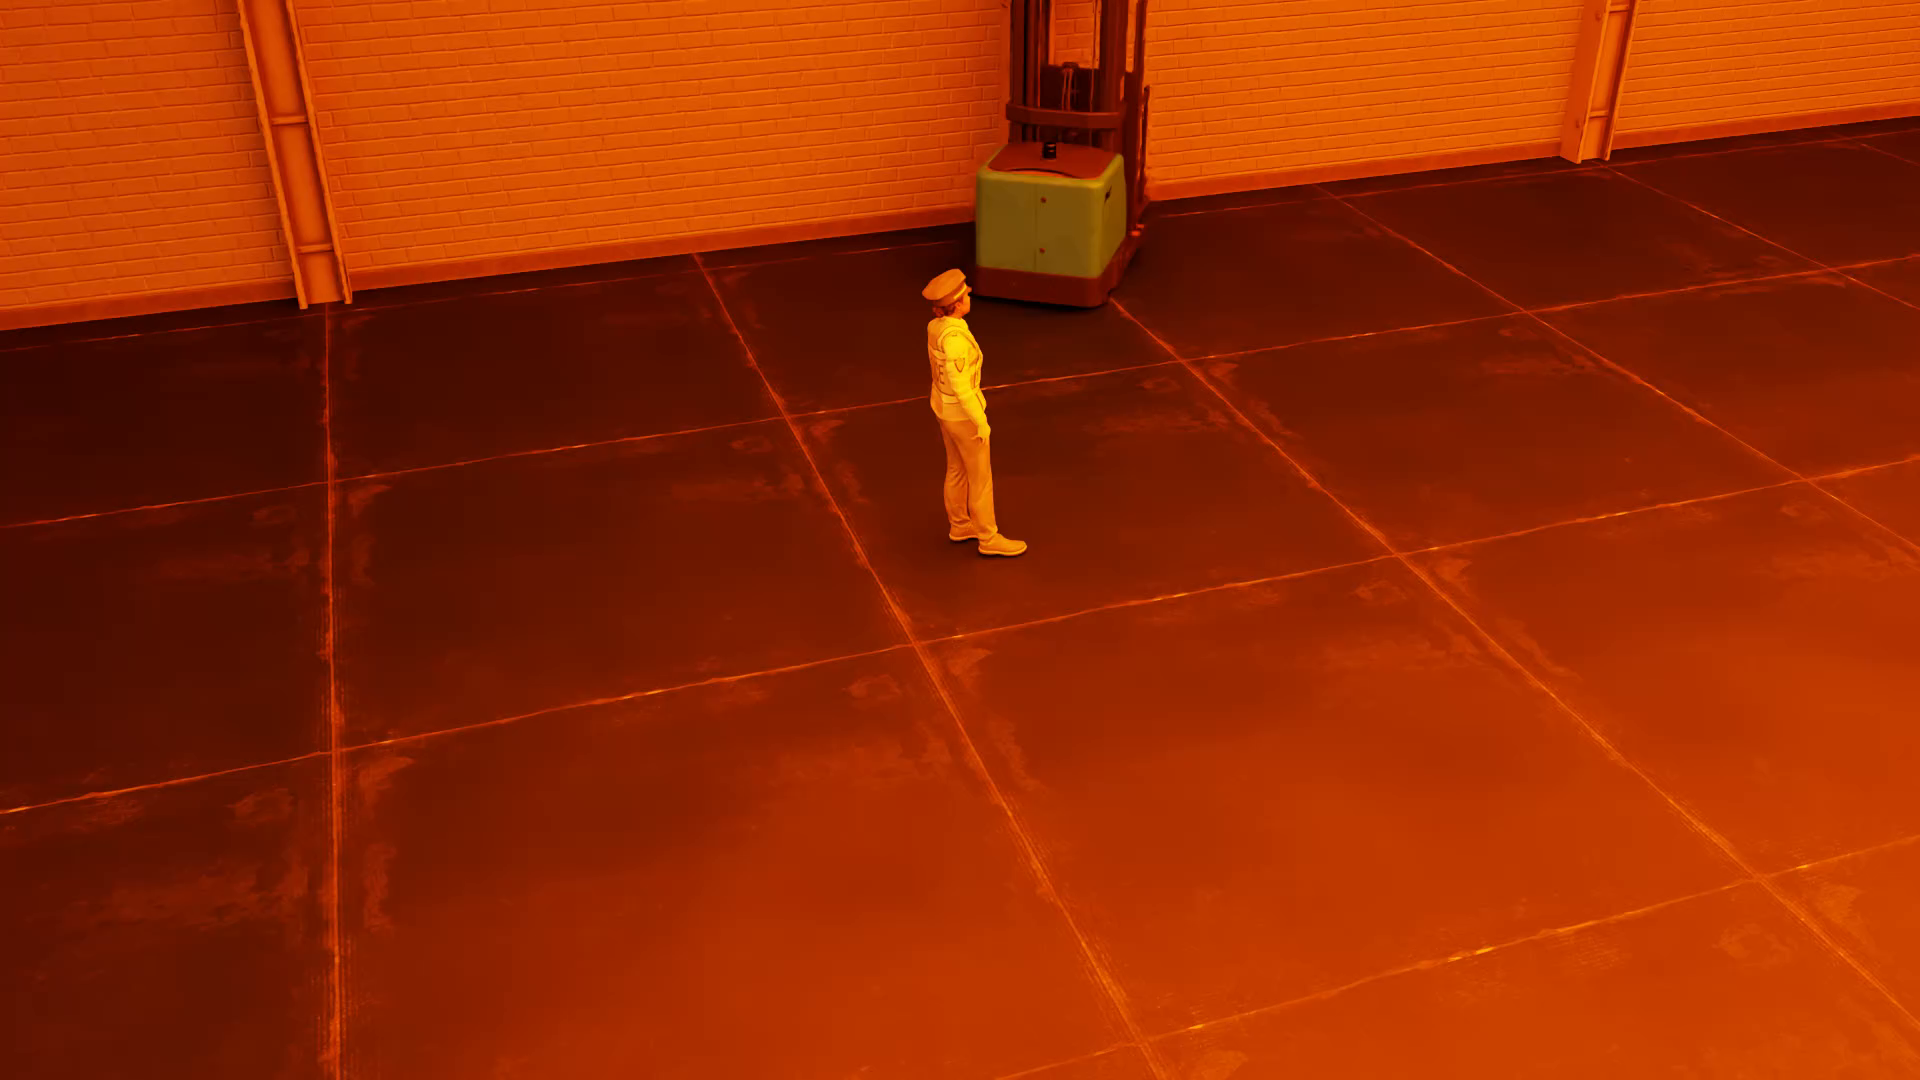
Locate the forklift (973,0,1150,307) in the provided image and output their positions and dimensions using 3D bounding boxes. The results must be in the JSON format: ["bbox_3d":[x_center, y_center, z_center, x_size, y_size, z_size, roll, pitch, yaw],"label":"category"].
[{"bbox_3d":[1.010,-3.819,13.725,1.130,2.935,3.031,8,31,14],"label":"forklift"}]

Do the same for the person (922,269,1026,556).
[{"bbox_3d":[0.068,-0.748,9.613,0.530,1.694,0.586,-10,31,-16],"label":"person"}]
